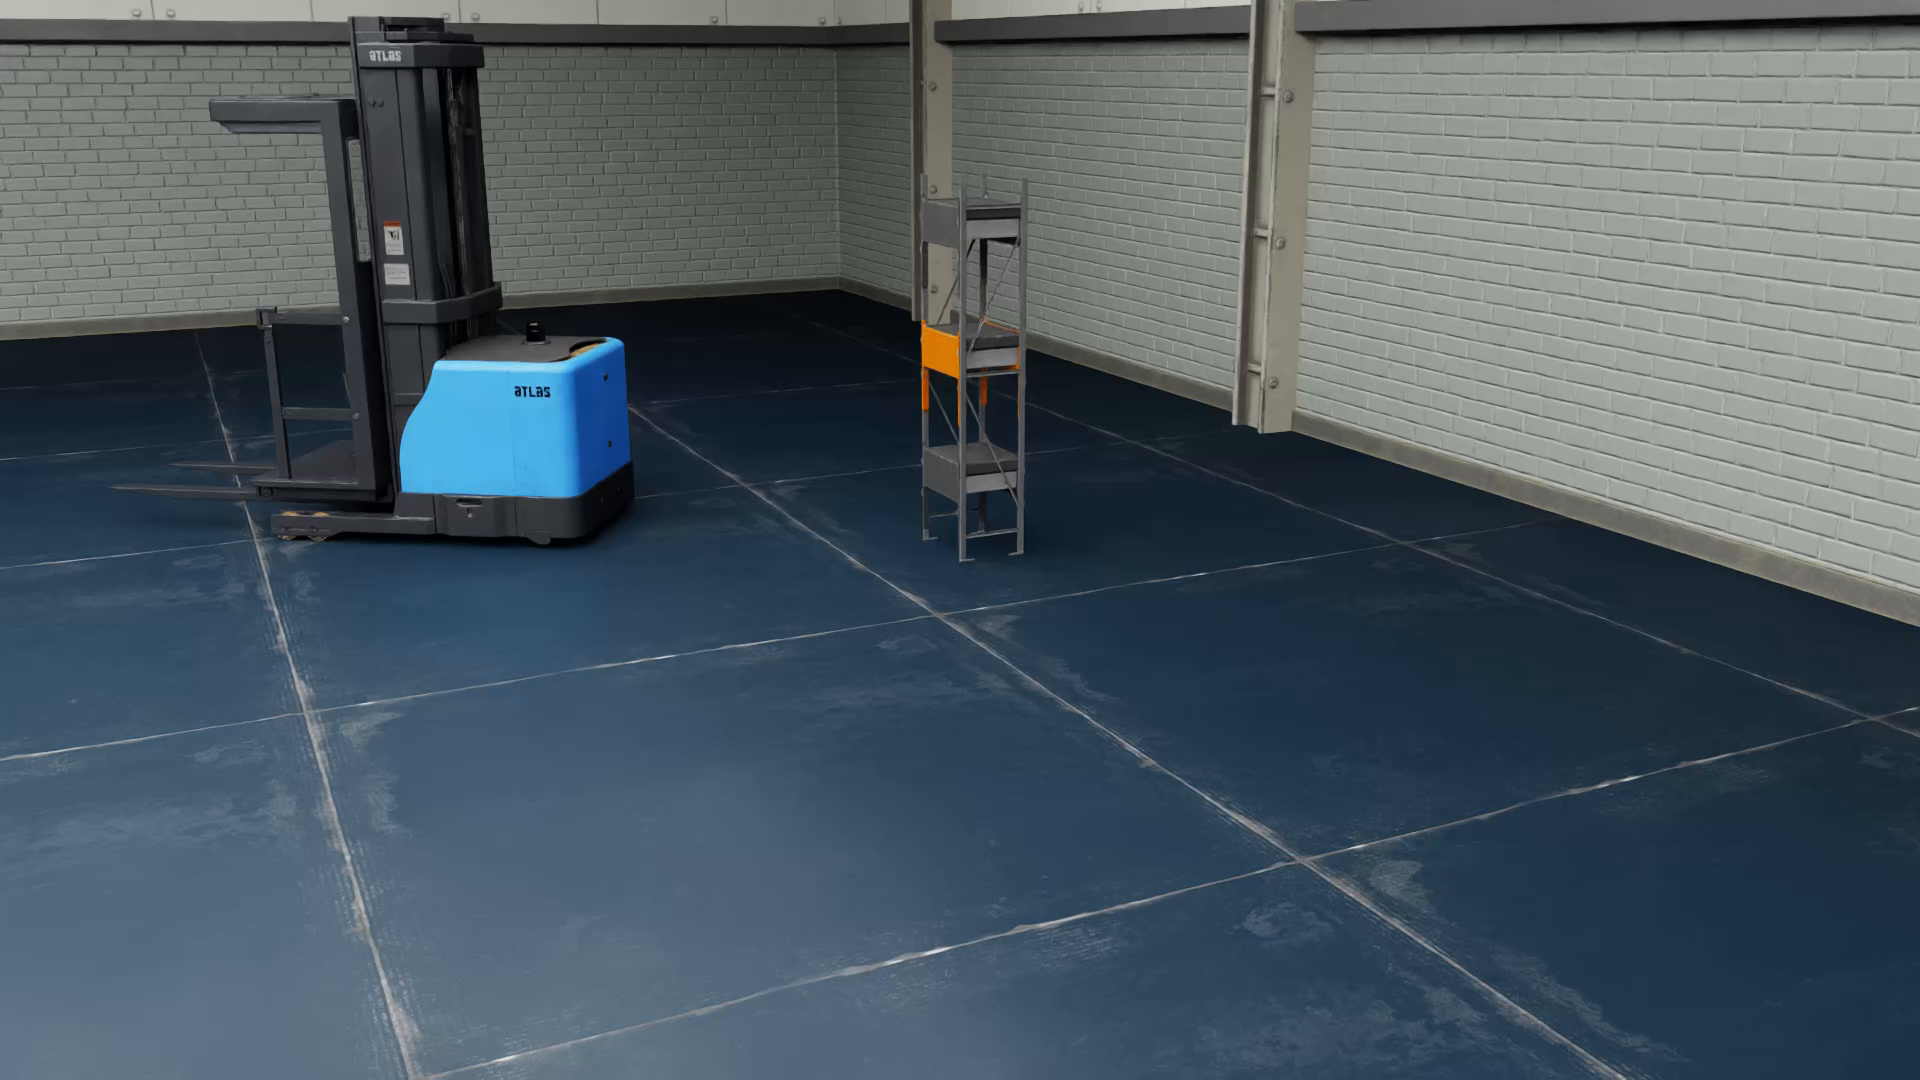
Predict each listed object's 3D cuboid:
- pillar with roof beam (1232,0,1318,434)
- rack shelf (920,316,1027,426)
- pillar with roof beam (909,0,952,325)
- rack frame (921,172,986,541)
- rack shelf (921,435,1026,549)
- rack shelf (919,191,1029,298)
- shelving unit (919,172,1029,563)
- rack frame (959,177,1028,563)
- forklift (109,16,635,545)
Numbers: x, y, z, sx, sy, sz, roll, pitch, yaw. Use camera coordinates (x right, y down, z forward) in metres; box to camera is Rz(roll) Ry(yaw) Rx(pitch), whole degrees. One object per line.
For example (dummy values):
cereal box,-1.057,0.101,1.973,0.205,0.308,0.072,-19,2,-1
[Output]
pillar with roof beam,-1.543,-4.673,9.721,9.100,9.000,0.400,-8,18,-25
rack shelf,0.073,-0.955,9.322,0.431,0.518,0.480,-8,18,-25
pillar with roof beam,-4.171,-6.161,14.906,9.100,9.000,0.400,-8,18,-25
rack frame,-0.034,-1.029,9.529,0.400,2.100,0.015,-8,18,-25
rack shelf,0.073,-0.282,9.515,0.431,0.518,0.480,-8,18,-25
rack shelf,0.072,-1.628,9.129,0.431,0.518,0.480,-8,18,-25
shelving unit,0.073,-0.968,9.318,0.431,2.100,0.503,-8,18,-25
rack frame,0.179,-0.908,9.107,0.400,2.100,0.015,-8,18,-25
forklift,-3.597,-1.545,9.819,3.031,2.935,1.130,2,16,7
